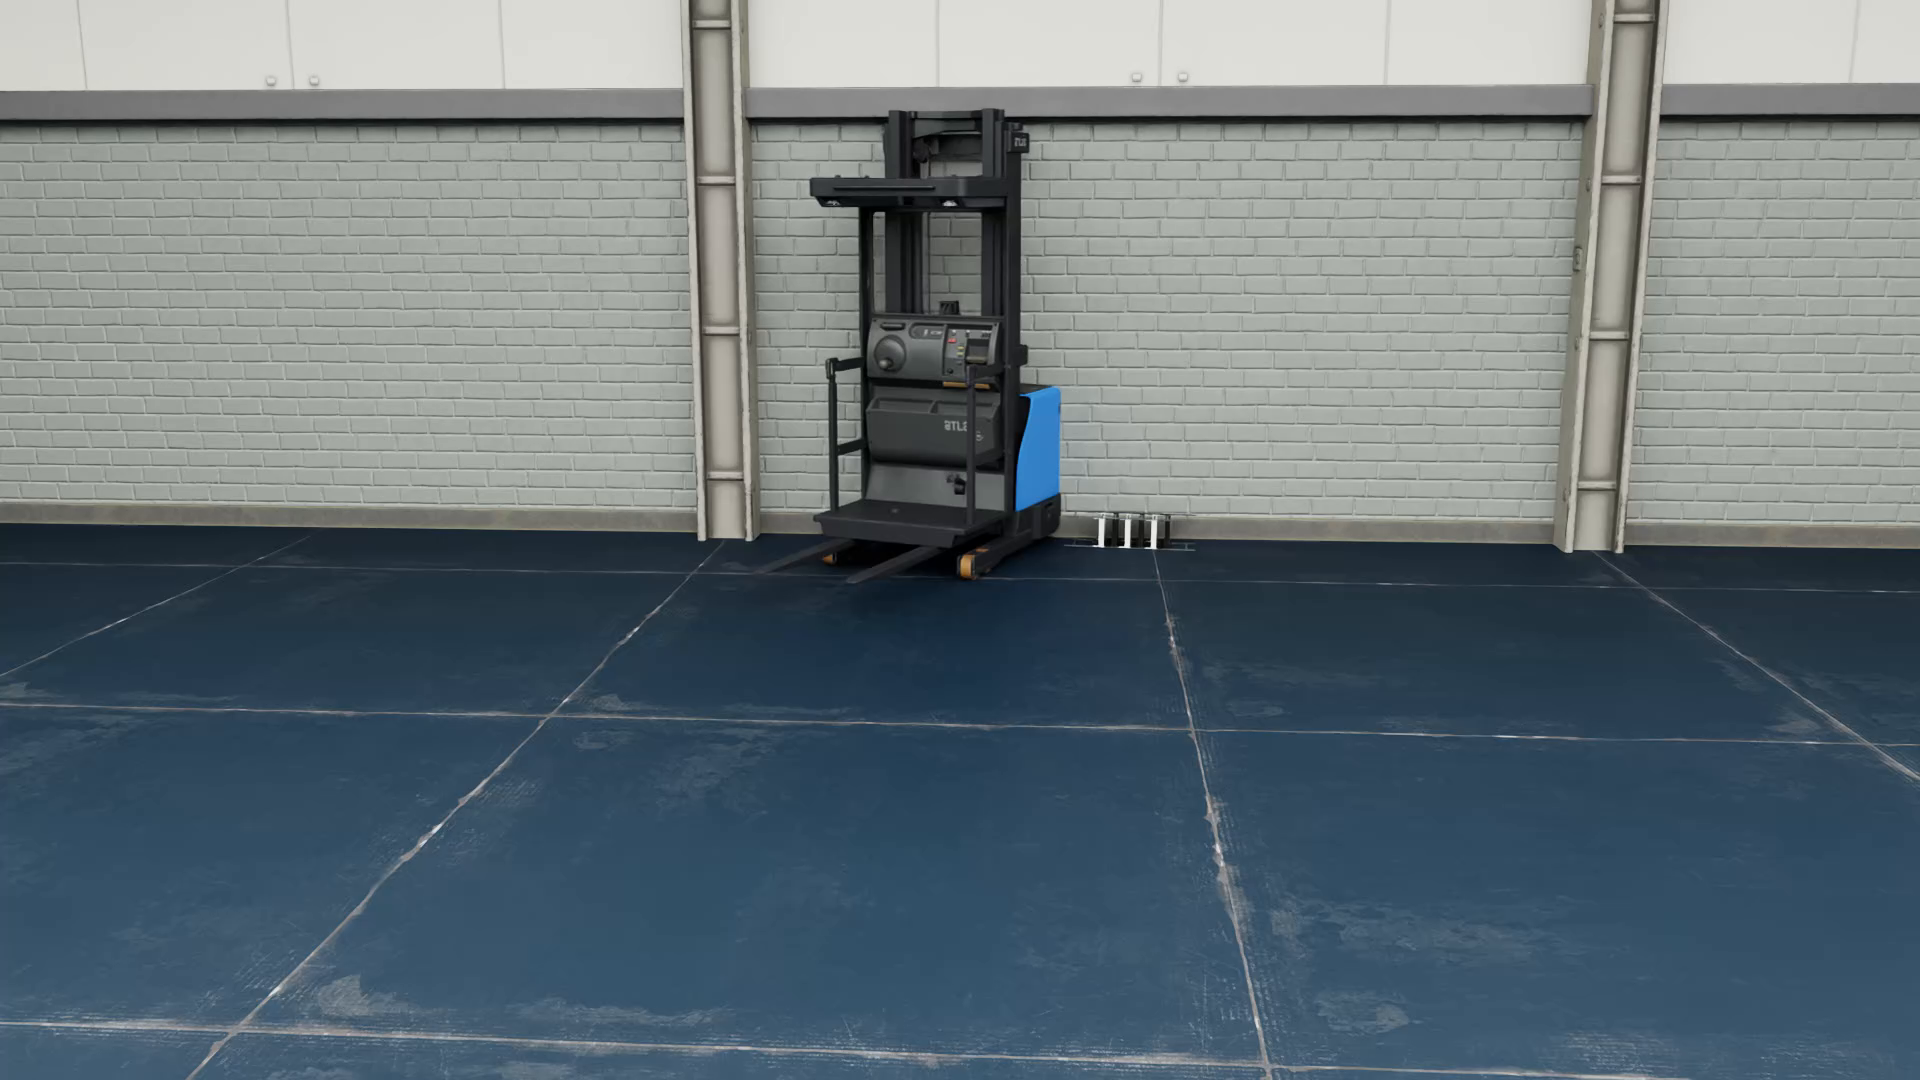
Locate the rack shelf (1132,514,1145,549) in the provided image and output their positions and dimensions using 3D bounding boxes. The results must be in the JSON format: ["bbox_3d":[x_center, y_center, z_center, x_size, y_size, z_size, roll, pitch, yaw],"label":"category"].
[{"bbox_3d":[1.243,-0.065,11.550,0.077,0.200,0.258,2,12,8],"label":"rack shelf"}]

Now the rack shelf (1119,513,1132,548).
[{"bbox_3d":[1.154,-0.068,11.562,0.077,0.200,0.258,2,12,8],"label":"rack shelf"}]

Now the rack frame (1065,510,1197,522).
[{"bbox_3d":[1.188,-0.167,11.537,0.900,0.006,0.240,2,12,8],"label":"rack frame"}]

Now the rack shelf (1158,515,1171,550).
[{"bbox_3d":[1.421,-0.058,11.525,0.077,0.200,0.258,2,12,8],"label":"rack shelf"}]

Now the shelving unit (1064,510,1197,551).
[{"bbox_3d":[1.187,-0.067,11.558,0.900,0.210,0.258,2,12,8],"label":"shelving unit"}]

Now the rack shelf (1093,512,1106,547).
[{"bbox_3d":[0.976,-0.075,11.587,0.077,0.200,0.258,2,12,8],"label":"rack shelf"}]

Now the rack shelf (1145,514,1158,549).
[{"bbox_3d":[1.332,-0.062,11.537,0.077,0.200,0.258,2,12,8],"label":"rack shelf"}]

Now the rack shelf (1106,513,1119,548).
[{"bbox_3d":[1.065,-0.072,11.575,0.077,0.200,0.258,2,12,8],"label":"rack shelf"}]

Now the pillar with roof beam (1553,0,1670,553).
[{"bbox_3d":[4.052,-3.470,6.378,0.400,9.000,9.100,1,12,4],"label":"pillar with roof beam"}]

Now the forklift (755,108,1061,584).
[{"bbox_3d":[-0.267,-1.282,10.736,1.130,2.935,3.031,5,13,24],"label":"forklift"}]

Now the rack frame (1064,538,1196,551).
[{"bbox_3d":[1.186,0.032,11.578,0.900,0.006,0.240,2,12,8],"label":"rack frame"}]

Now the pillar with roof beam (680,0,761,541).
[{"bbox_3d":[-1.935,-3.552,6.771,0.400,9.000,9.100,1,12,4],"label":"pillar with roof beam"}]
